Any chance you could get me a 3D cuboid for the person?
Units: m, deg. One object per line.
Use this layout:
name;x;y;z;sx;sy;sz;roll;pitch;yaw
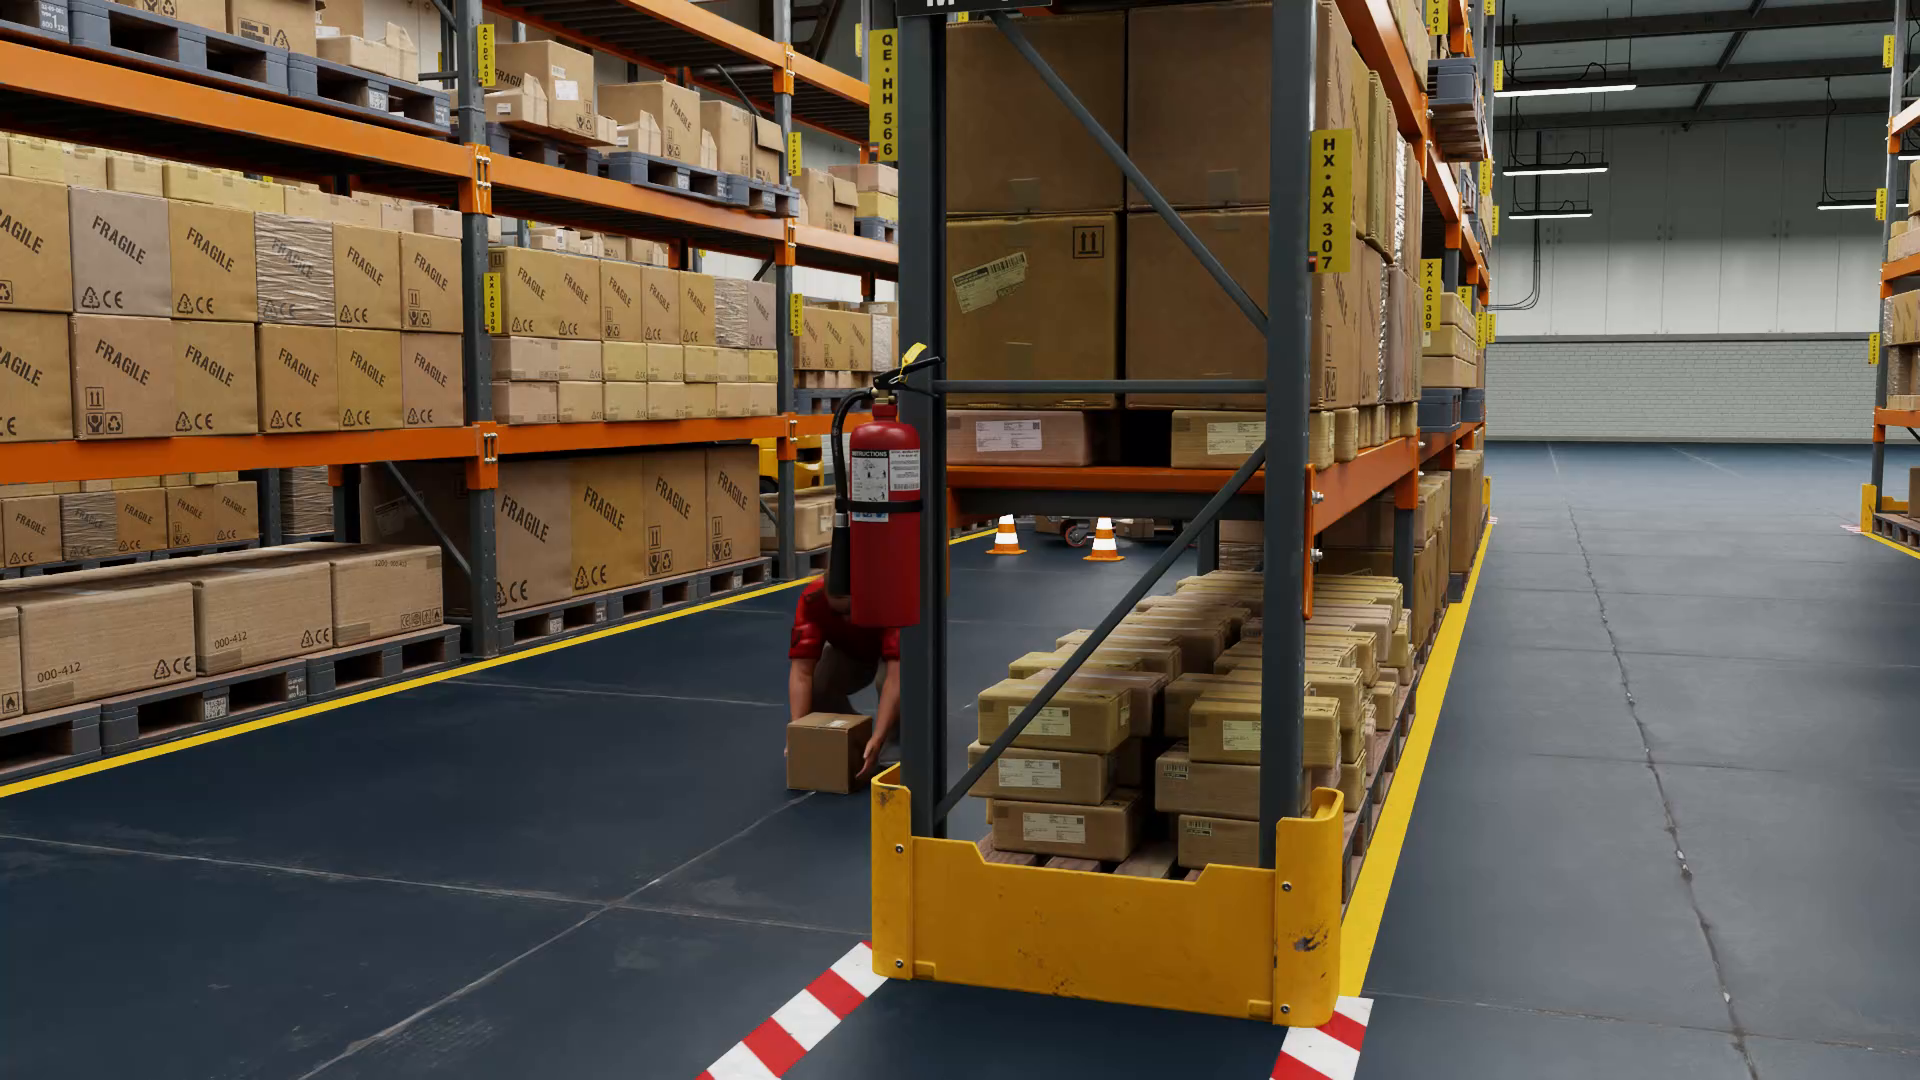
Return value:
person;-0.381;0.479;6.634;0.560;0.867;0.866;2;5;18
